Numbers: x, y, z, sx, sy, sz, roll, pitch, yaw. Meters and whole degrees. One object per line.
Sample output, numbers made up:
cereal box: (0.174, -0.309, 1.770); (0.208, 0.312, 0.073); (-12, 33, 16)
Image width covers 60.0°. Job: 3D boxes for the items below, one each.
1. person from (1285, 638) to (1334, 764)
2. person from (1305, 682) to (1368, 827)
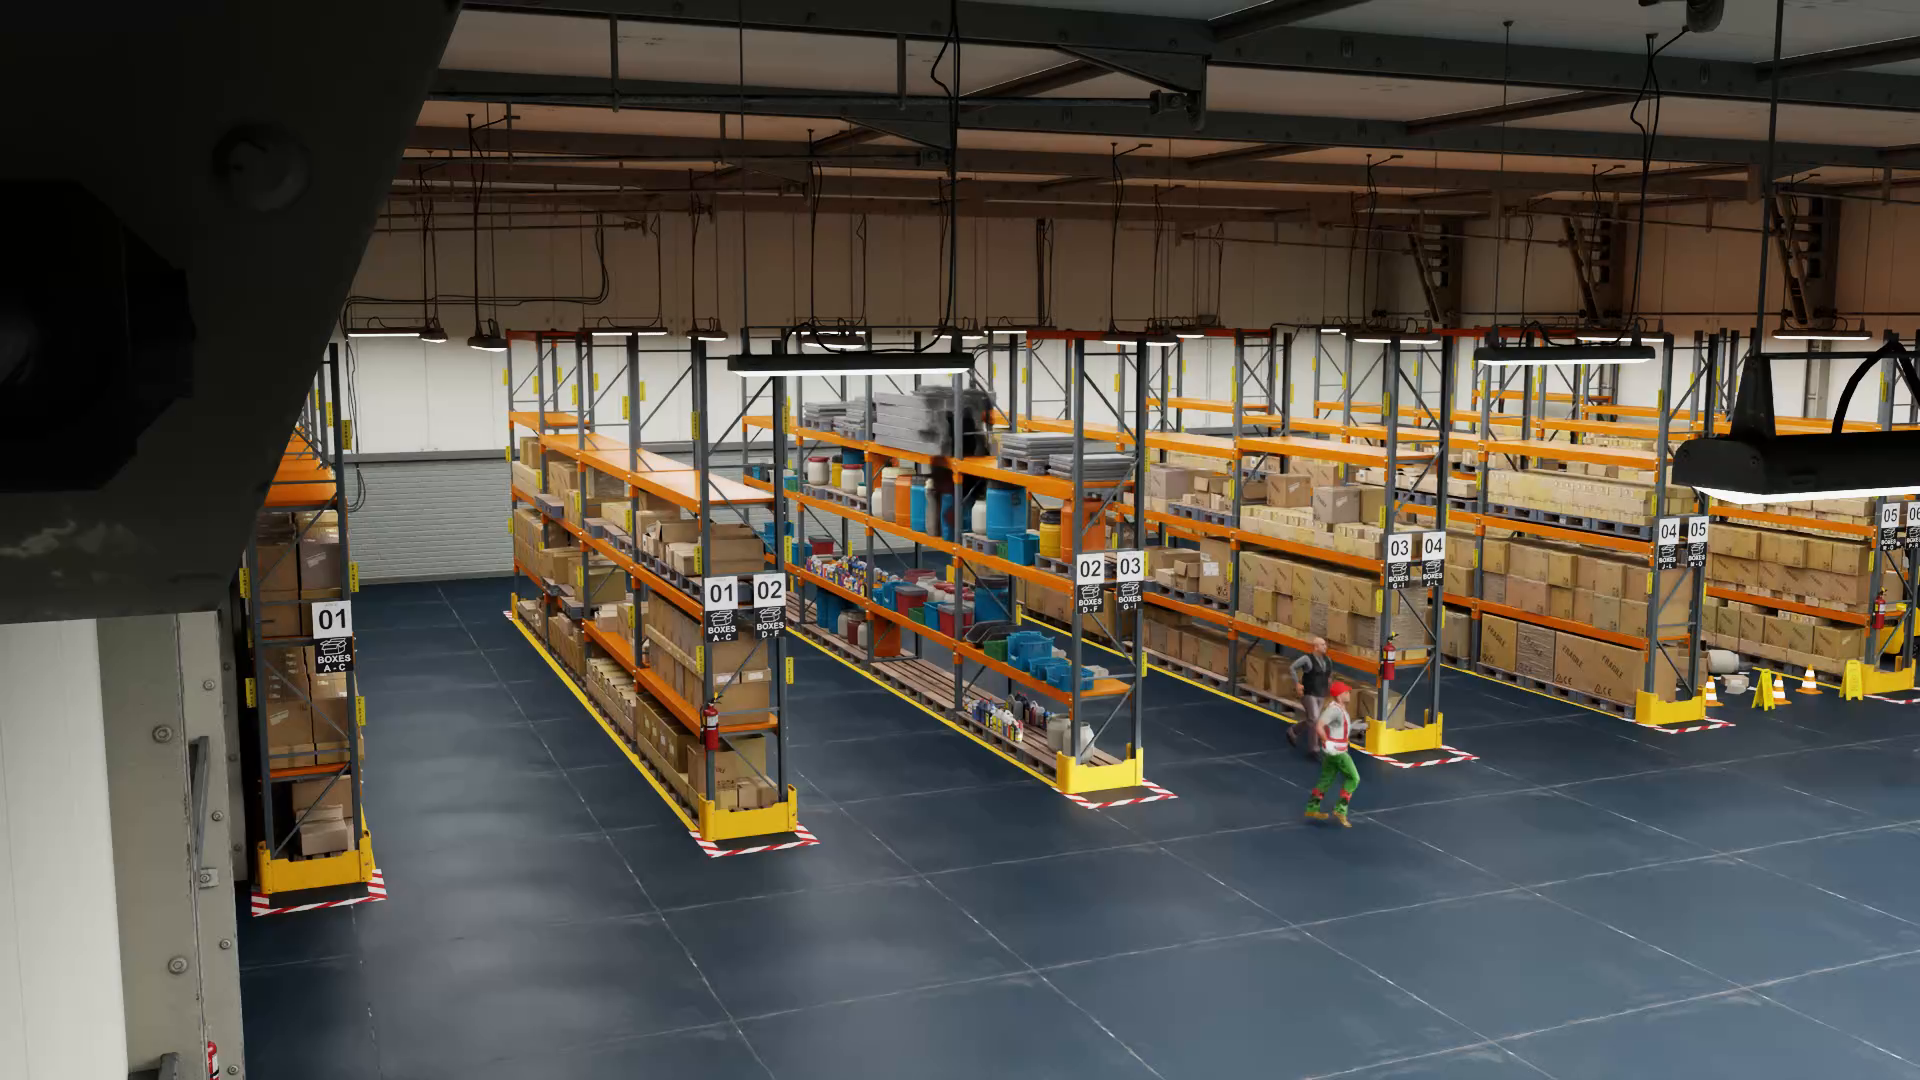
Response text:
person: (5.073, 2.260, 23.887); (0.678, 1.739, 0.899); (-5, 9, -32)
person: (4.690, 2.660, 20.692); (0.748, 1.835, 0.616); (1, 8, 6)
